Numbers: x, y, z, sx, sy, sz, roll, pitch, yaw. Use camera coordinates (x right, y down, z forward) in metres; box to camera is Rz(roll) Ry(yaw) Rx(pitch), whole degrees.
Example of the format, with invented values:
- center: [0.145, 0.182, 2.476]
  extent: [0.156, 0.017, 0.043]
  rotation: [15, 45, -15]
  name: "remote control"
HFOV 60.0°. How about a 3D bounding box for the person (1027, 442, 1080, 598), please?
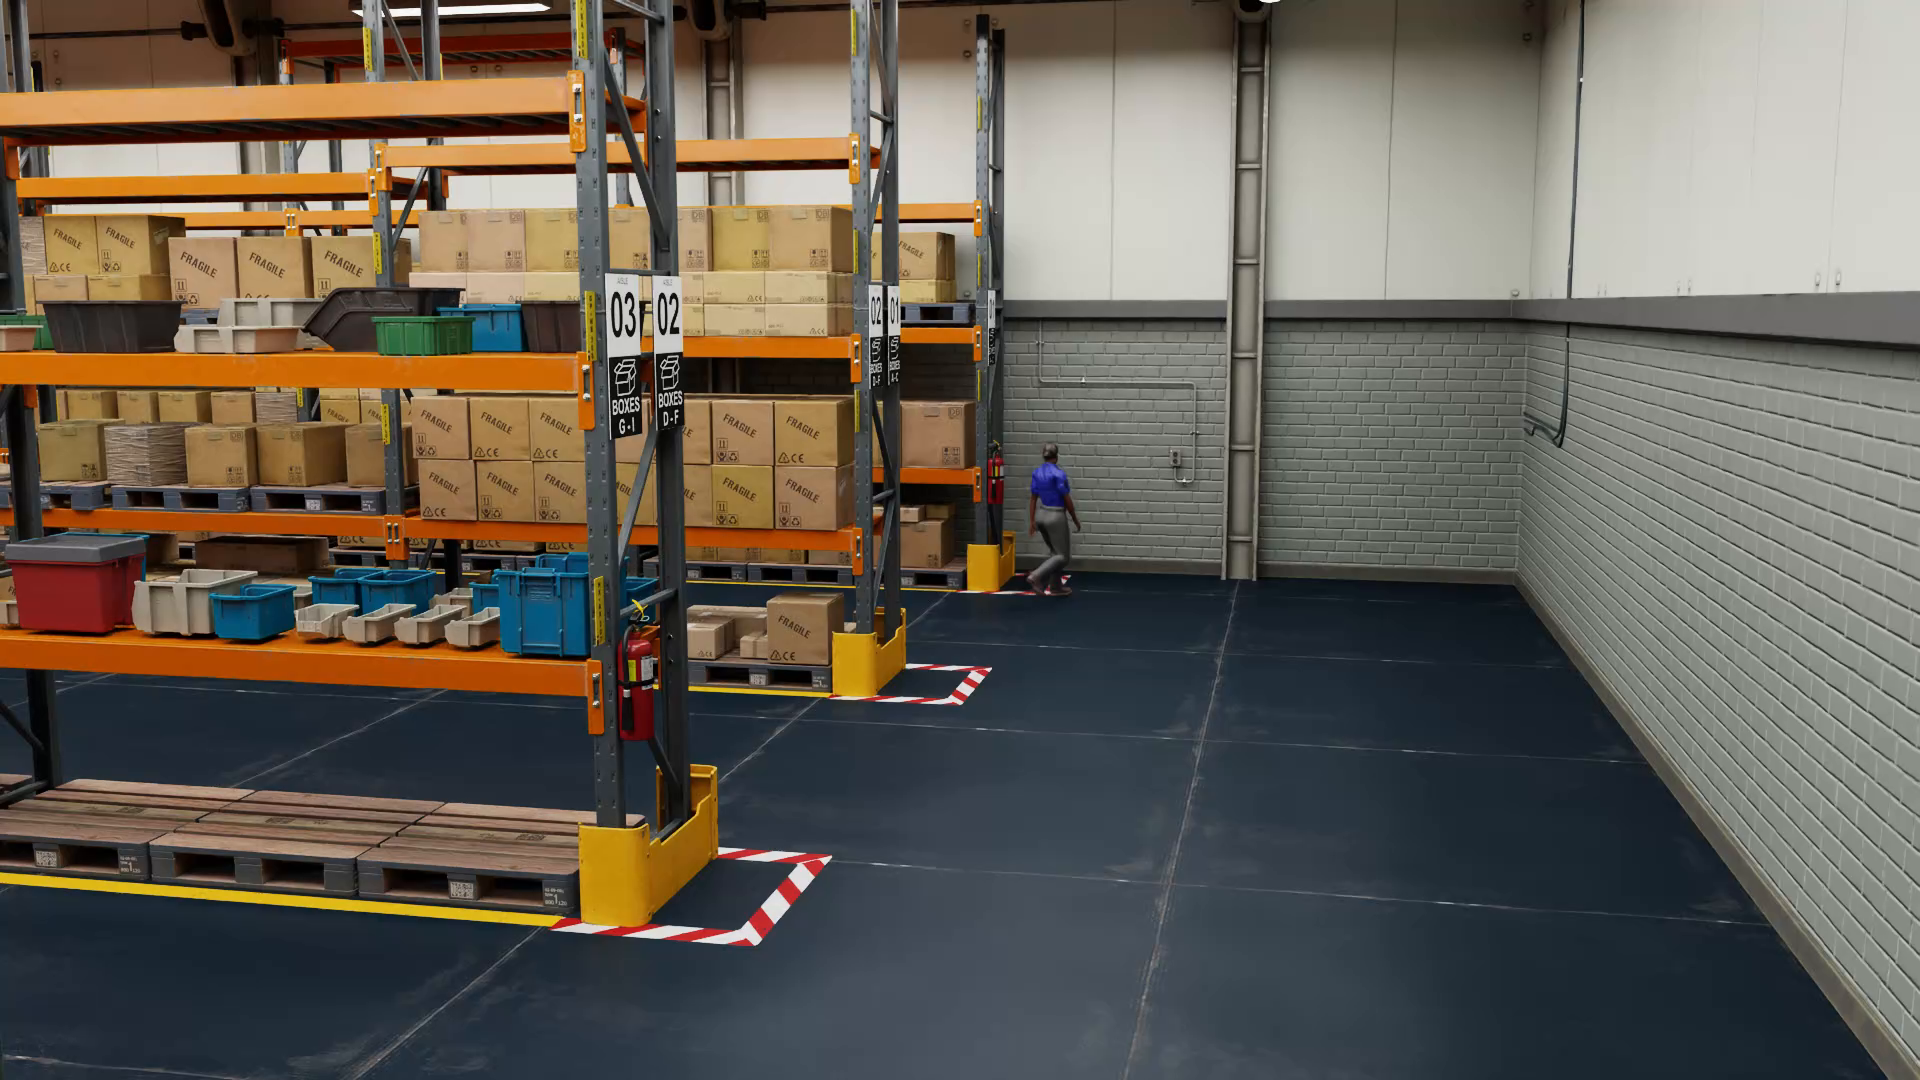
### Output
- center: [0.921, -0.196, 17.110]
  extent: [0.783, 1.618, 0.447]
  rotation: [-6, 10, -39]
  name: "person"
